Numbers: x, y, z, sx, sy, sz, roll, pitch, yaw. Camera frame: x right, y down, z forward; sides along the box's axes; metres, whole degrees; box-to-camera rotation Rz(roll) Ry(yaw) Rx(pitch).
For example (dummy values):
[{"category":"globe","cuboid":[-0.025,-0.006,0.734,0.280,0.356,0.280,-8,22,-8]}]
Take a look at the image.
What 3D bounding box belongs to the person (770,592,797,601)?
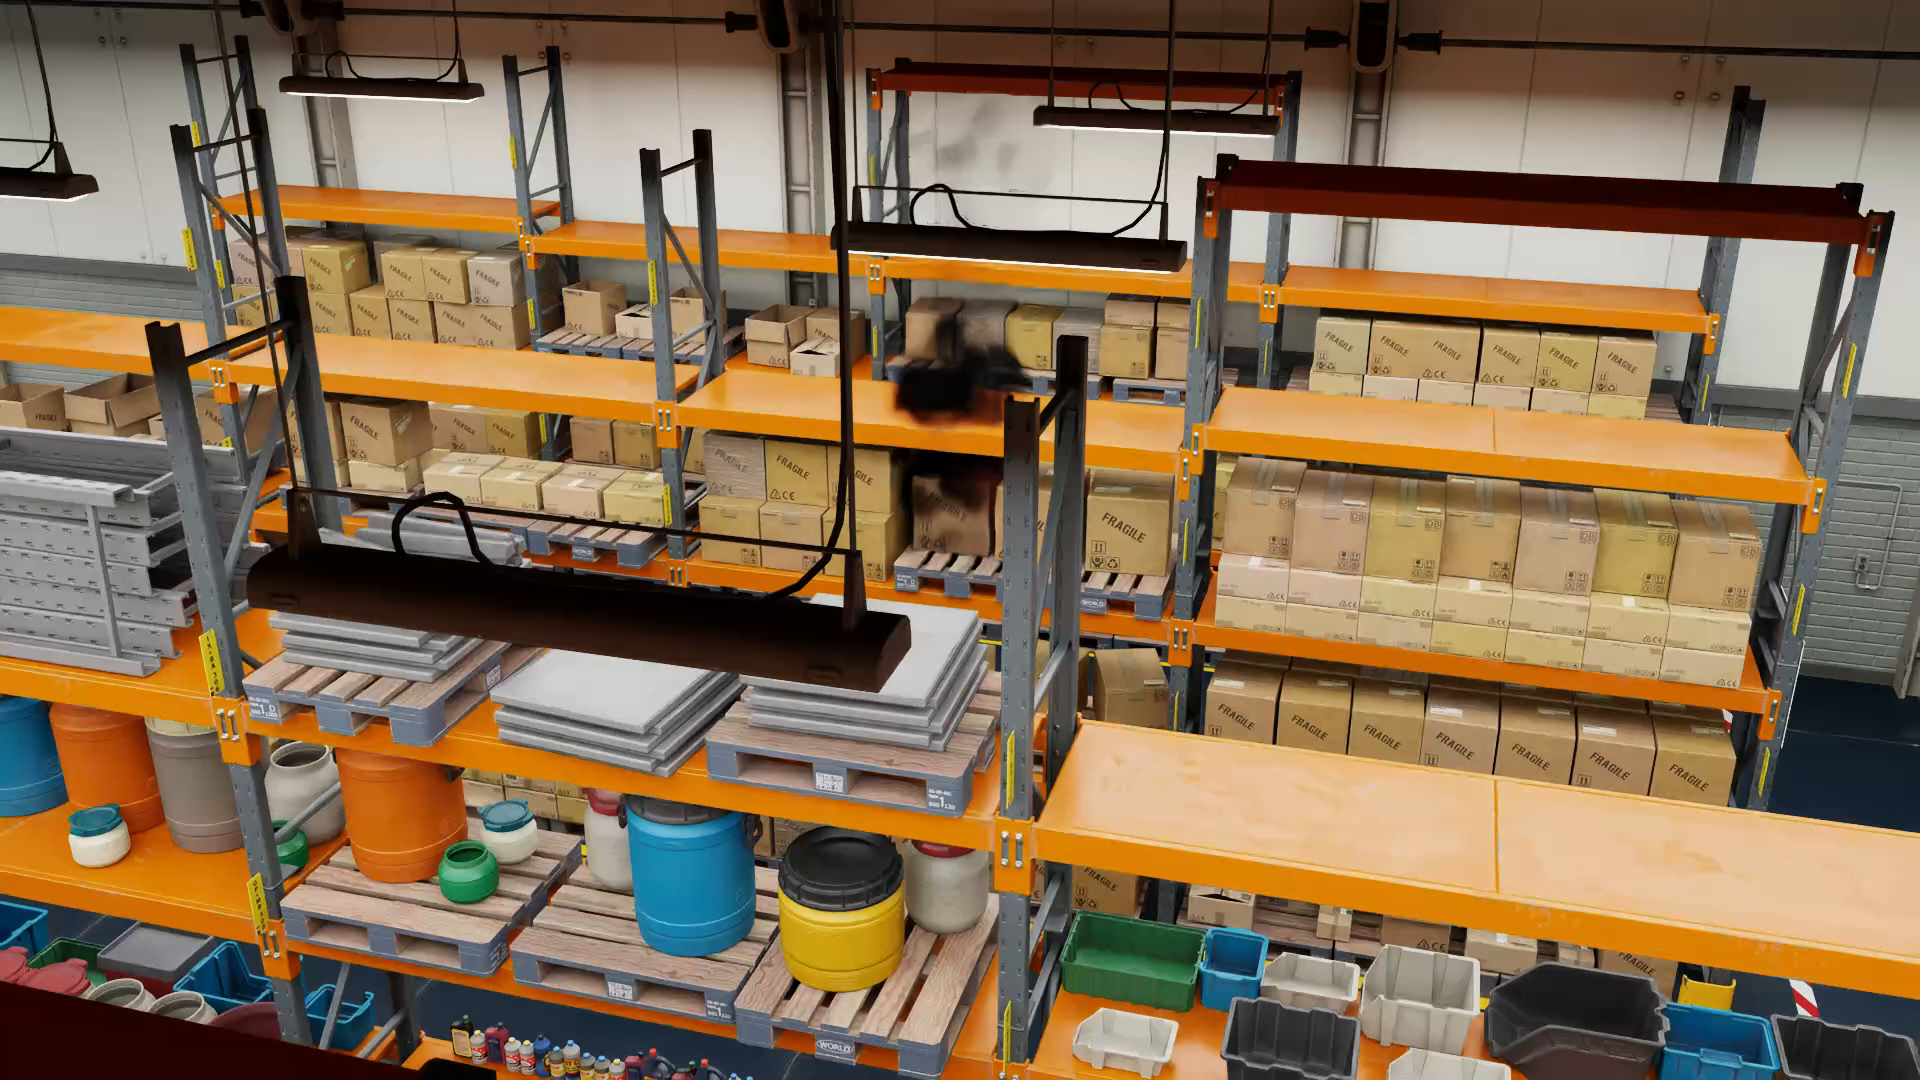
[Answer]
[{"category":"person","cuboid":[-1.630,1.176,15.770,0.750,1.754,0.593,3,23,6]}]
